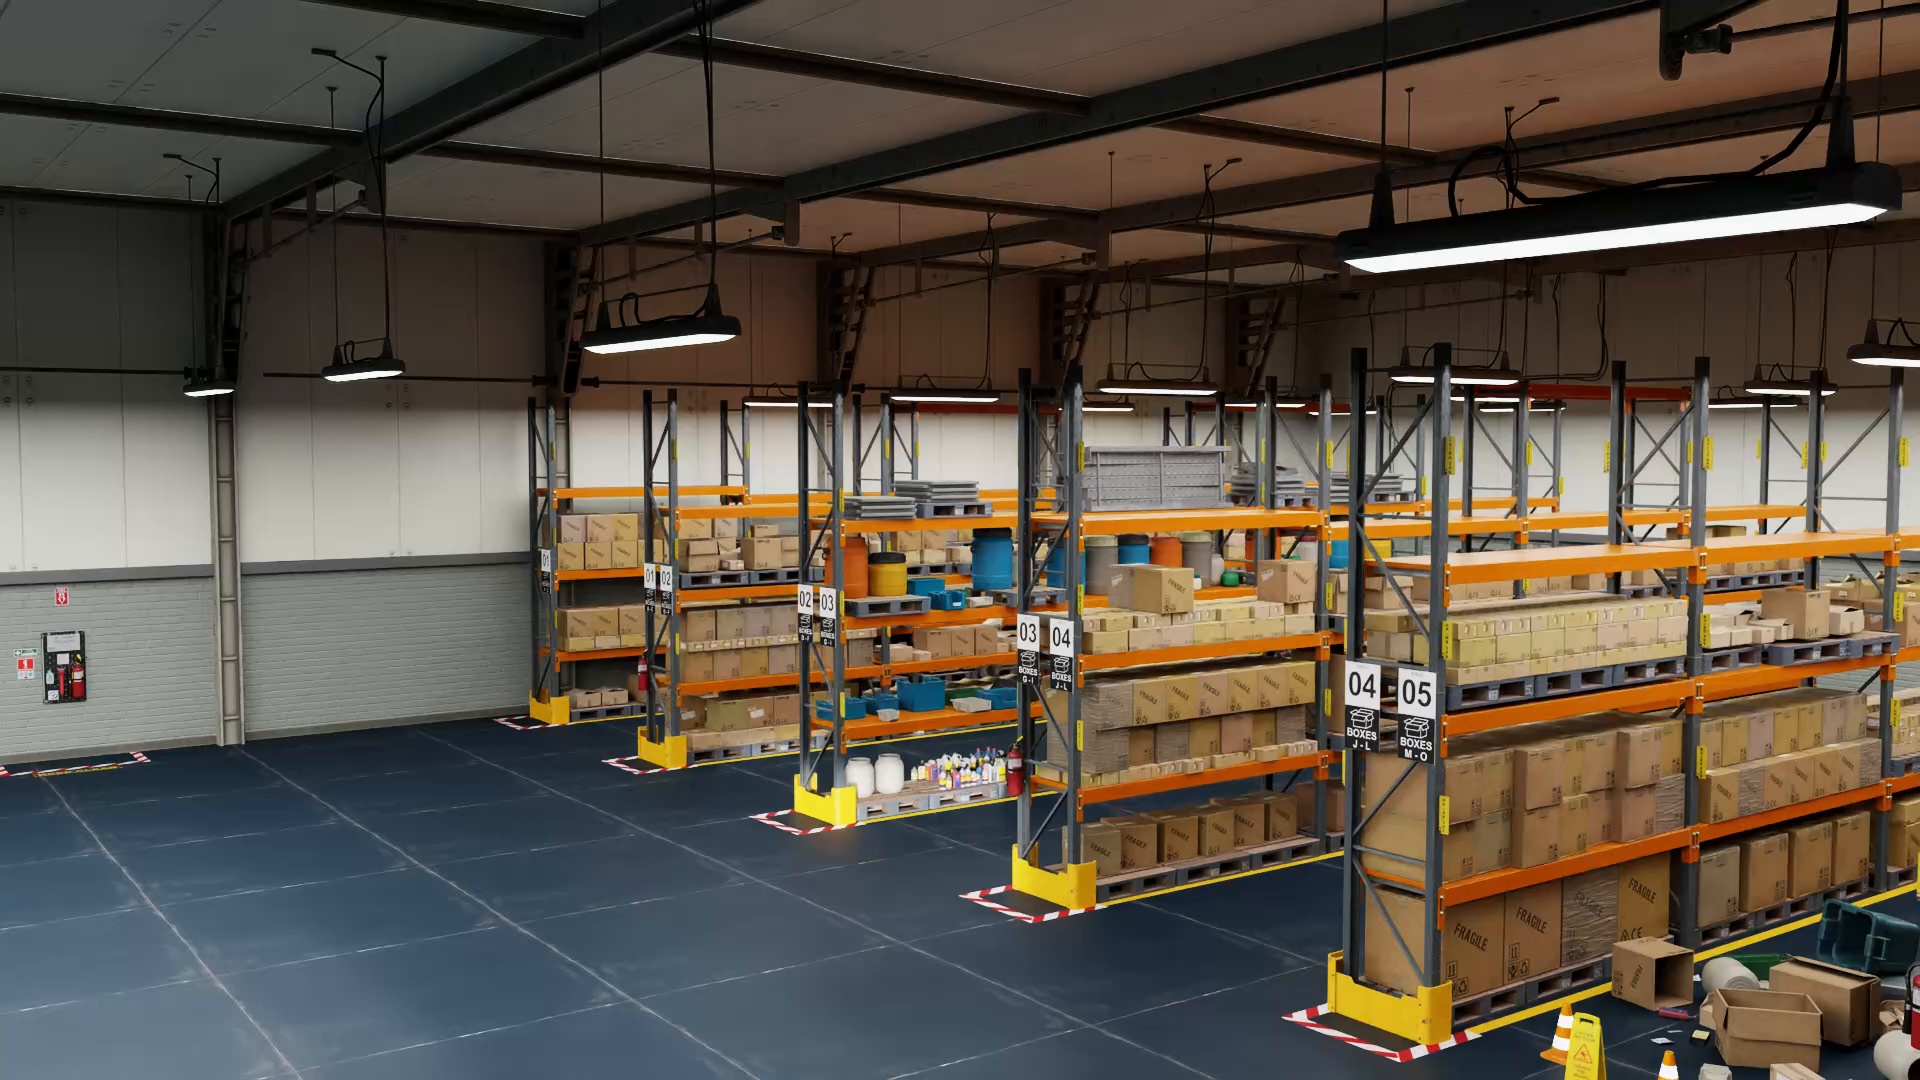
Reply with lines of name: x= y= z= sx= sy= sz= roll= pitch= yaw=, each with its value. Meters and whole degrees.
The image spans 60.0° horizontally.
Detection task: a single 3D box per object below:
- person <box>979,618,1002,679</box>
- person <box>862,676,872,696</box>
person: x=0.531 y=2.206 z=33.485 sx=0.560 sy=1.781 sz=0.594 roll=2 pitch=4 yaw=29
person: x=-1.912 y=2.433 z=31.114 sx=0.761 sy=1.765 sz=0.613 roll=0 pitch=3 yaw=-5
